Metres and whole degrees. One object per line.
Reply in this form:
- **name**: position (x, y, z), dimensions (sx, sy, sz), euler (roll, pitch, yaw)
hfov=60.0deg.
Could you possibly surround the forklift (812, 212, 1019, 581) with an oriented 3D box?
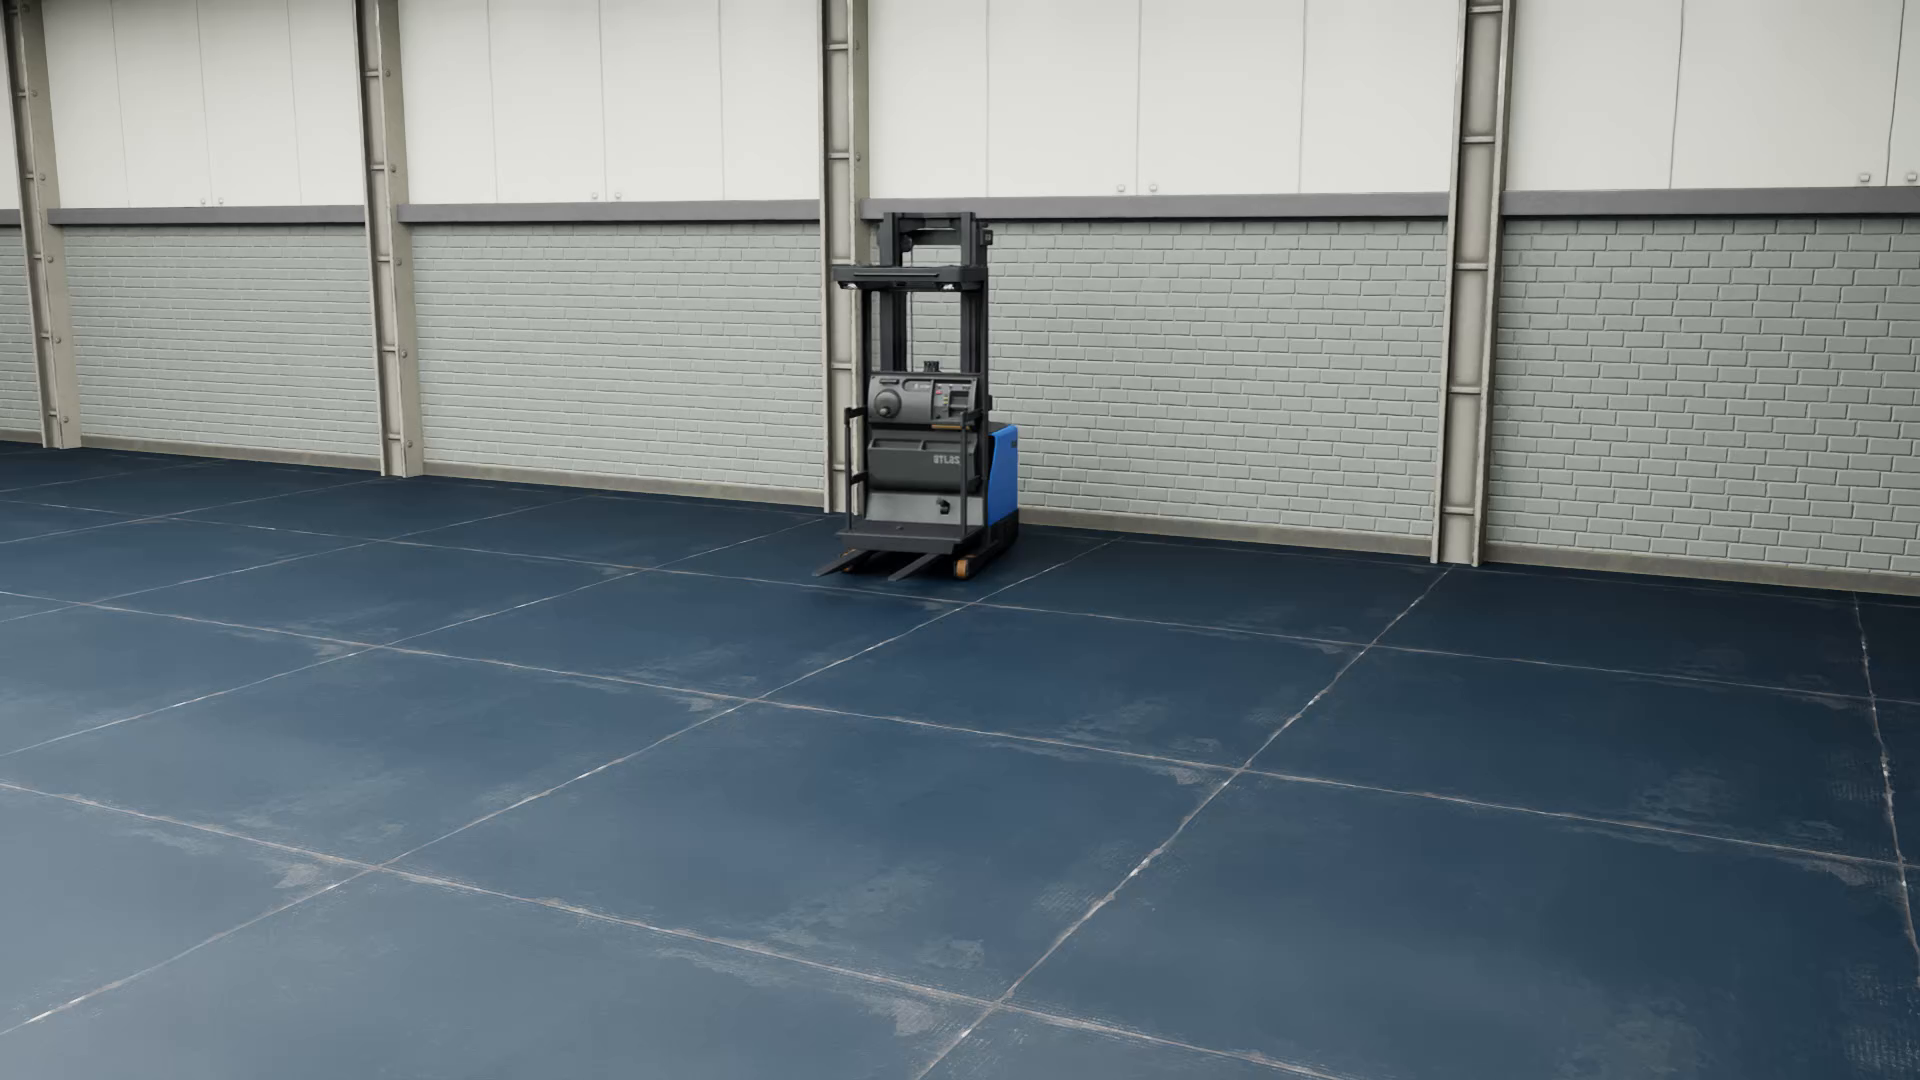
- **forklift**: position (-0.369, -1.201, 13.635), dimensions (1.130, 2.935, 3.031), euler (3, 11, 16)

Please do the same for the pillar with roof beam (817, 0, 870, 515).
- **pillar with roof beam**: position (-3.033, -4.029, 12.225), dimensions (0.400, 9.000, 9.100), euler (5, 11, 26)

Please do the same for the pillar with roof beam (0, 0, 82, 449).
- **pillar with roof beam**: position (-13.795, -4.975, 17.449), dimensions (0.400, 9.000, 9.100), euler (5, 11, 26)

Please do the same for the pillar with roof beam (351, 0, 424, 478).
- **pillar with roof beam**: position (-8.414, -4.502, 14.837), dimensions (0.400, 9.000, 9.100), euler (5, 11, 26)

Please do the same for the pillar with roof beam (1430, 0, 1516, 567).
- **pillar with roof beam**: position (2.347, -3.556, 9.612), dimensions (0.400, 9.000, 9.100), euler (5, 11, 26)
